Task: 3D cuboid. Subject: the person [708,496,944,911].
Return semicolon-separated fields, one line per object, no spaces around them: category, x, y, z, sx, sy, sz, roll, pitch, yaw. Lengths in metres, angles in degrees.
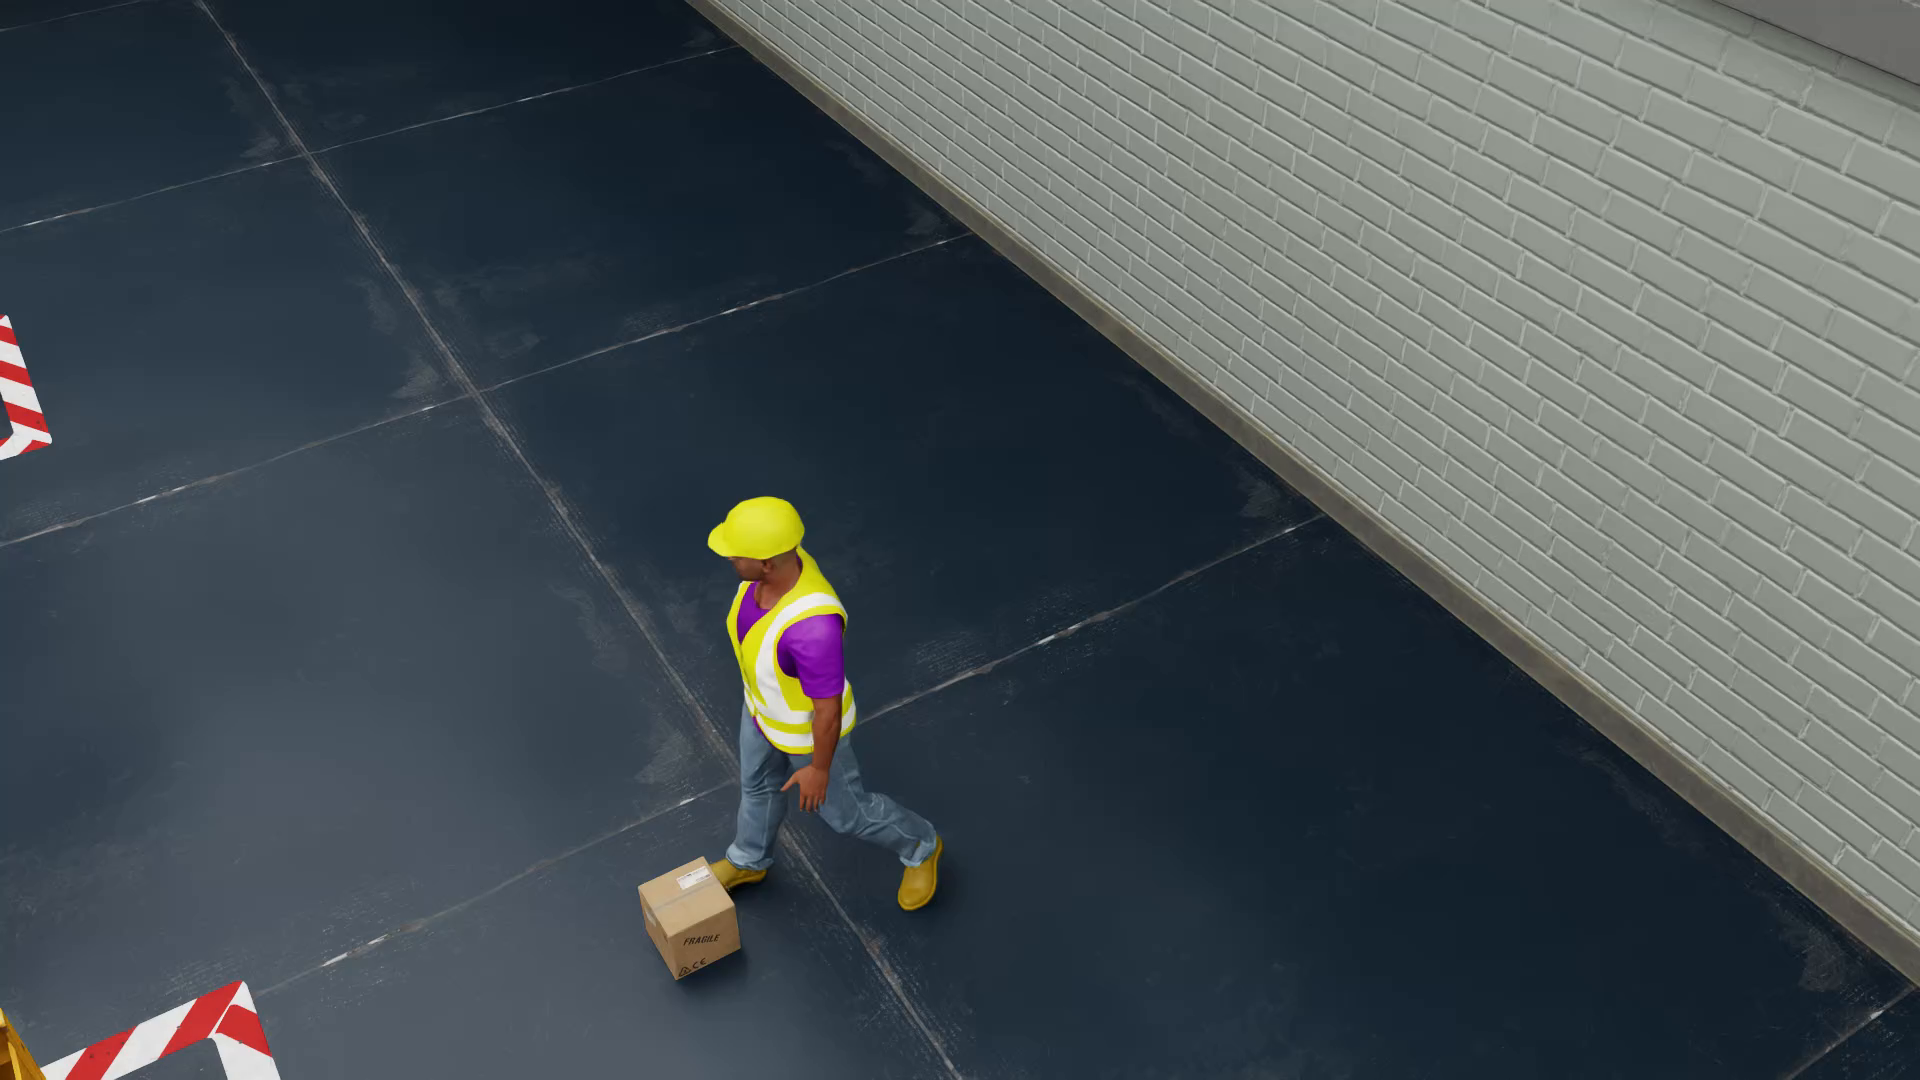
person;-0.516;0.576;5.465;0.871;1.756;0.645;-21;45;-23
